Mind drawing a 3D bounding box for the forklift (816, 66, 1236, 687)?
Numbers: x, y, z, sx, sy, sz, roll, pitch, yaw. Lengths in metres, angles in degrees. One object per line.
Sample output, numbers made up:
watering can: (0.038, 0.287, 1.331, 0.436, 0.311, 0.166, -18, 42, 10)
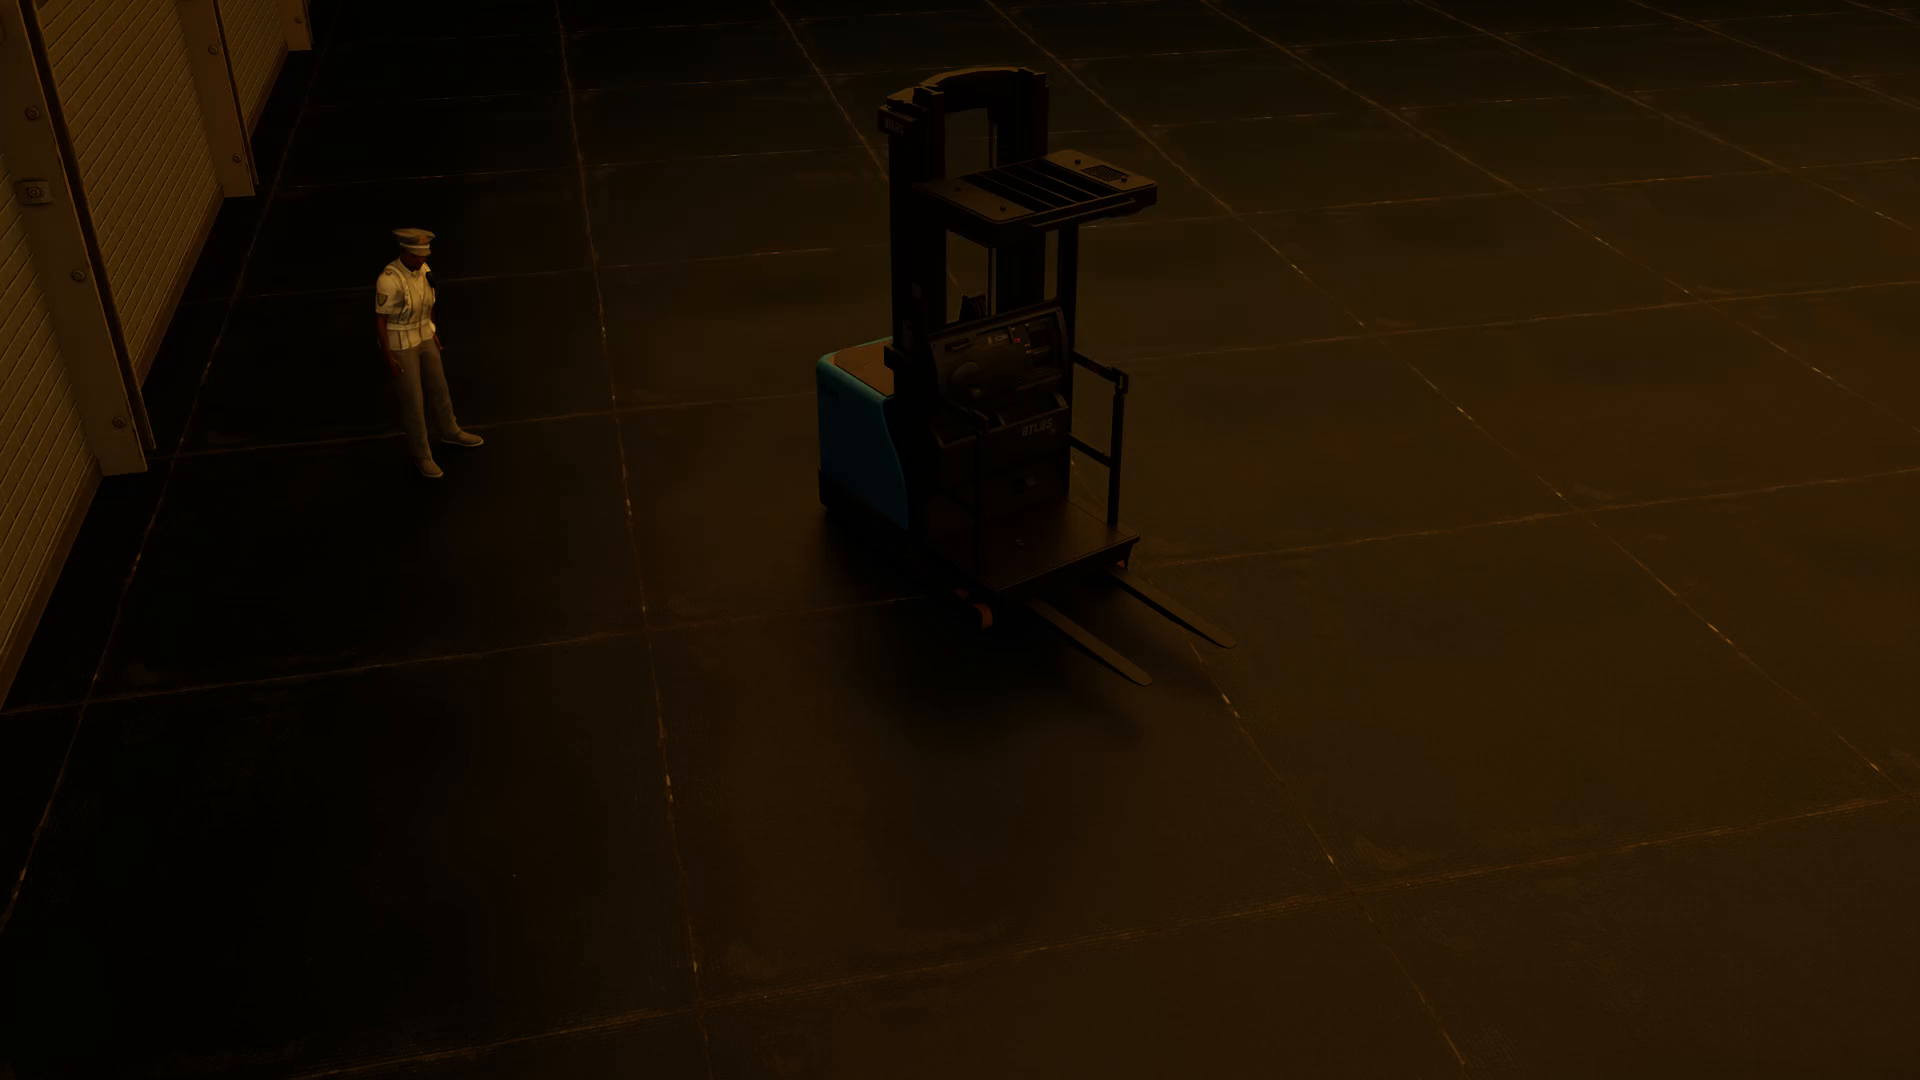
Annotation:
forklift: (0.355, -1.021, 9.338, 1.130, 2.935, 3.031, -20, 35, -30)

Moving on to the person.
person: (-3.591, -1.287, 11.079, 0.452, 1.659, 0.626, 12, 32, 20)
